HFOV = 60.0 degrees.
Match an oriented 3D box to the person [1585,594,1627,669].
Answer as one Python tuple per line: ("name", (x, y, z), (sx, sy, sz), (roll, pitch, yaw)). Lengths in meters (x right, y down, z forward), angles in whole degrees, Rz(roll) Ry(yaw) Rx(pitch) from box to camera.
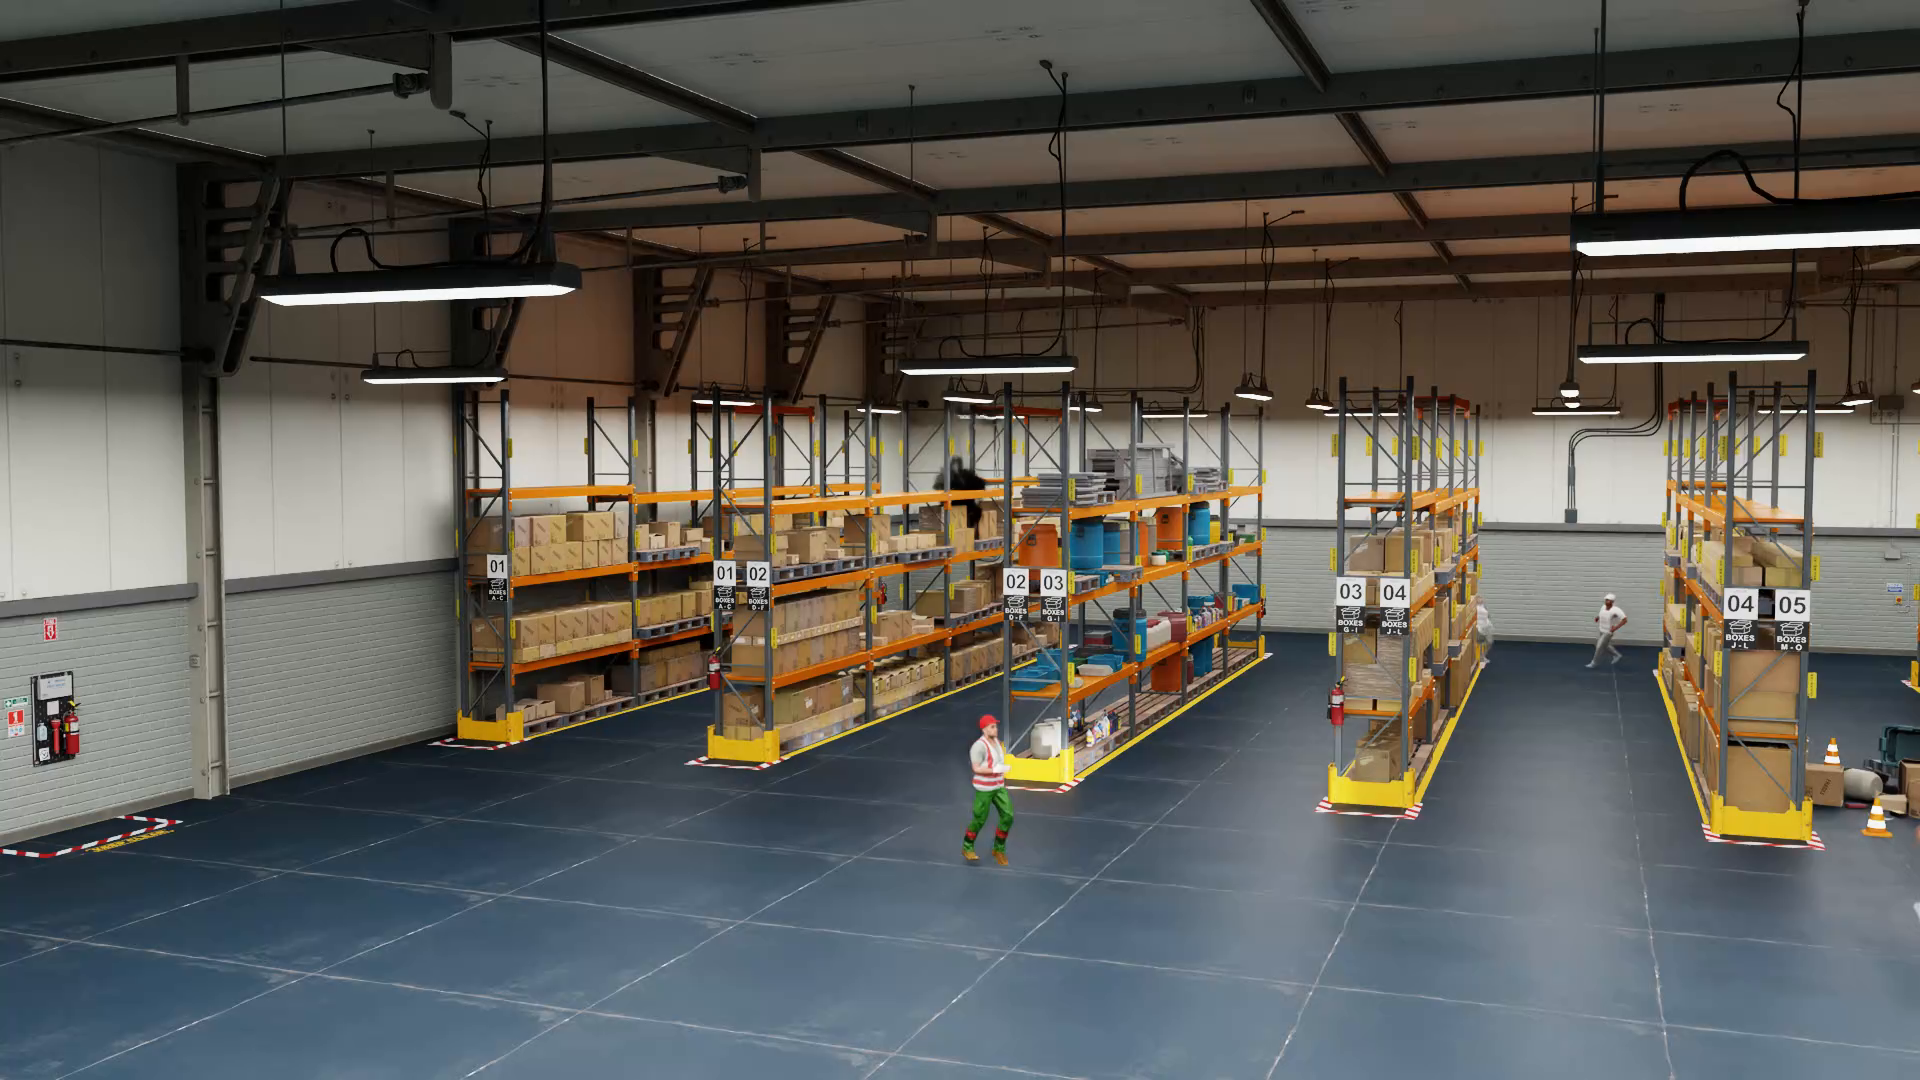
("person", (14.718, 2.071, 37.636), (0.928, 1.726, 0.706), (-1, 3, -11))

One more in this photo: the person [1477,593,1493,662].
("person", (12.235, 2.055, 38.929), (0.506, 1.654, 0.673), (3, 4, 41))

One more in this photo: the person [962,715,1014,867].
("person", (0.346, 3.012, 19.908), (0.777, 1.852, 0.664), (3, 4, 42))
